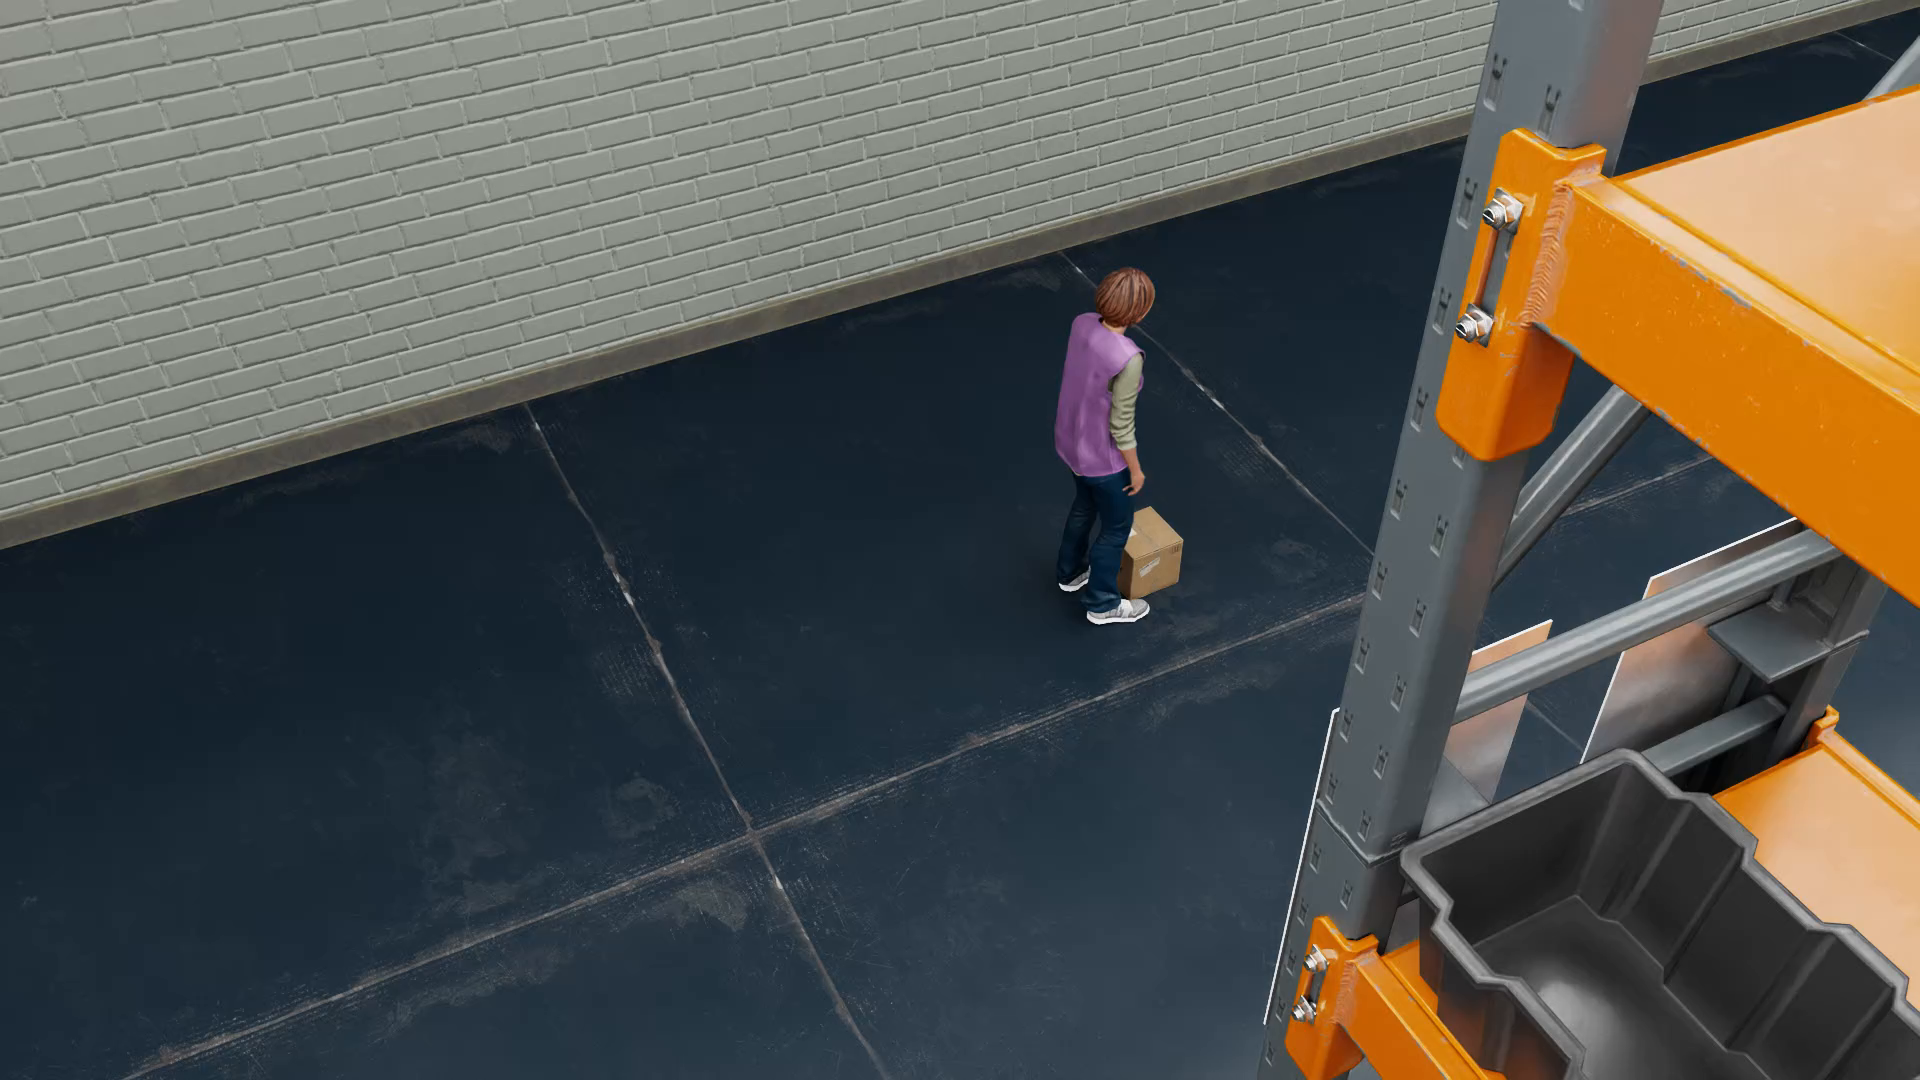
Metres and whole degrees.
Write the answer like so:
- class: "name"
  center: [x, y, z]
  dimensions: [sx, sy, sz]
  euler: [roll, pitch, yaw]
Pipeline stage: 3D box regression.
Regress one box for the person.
- class: "person"
  center: [0.557, -0.283, 6.634]
  dimensions: [0.338, 1.392, 0.460]
  euler: [-19, 45, -20]
